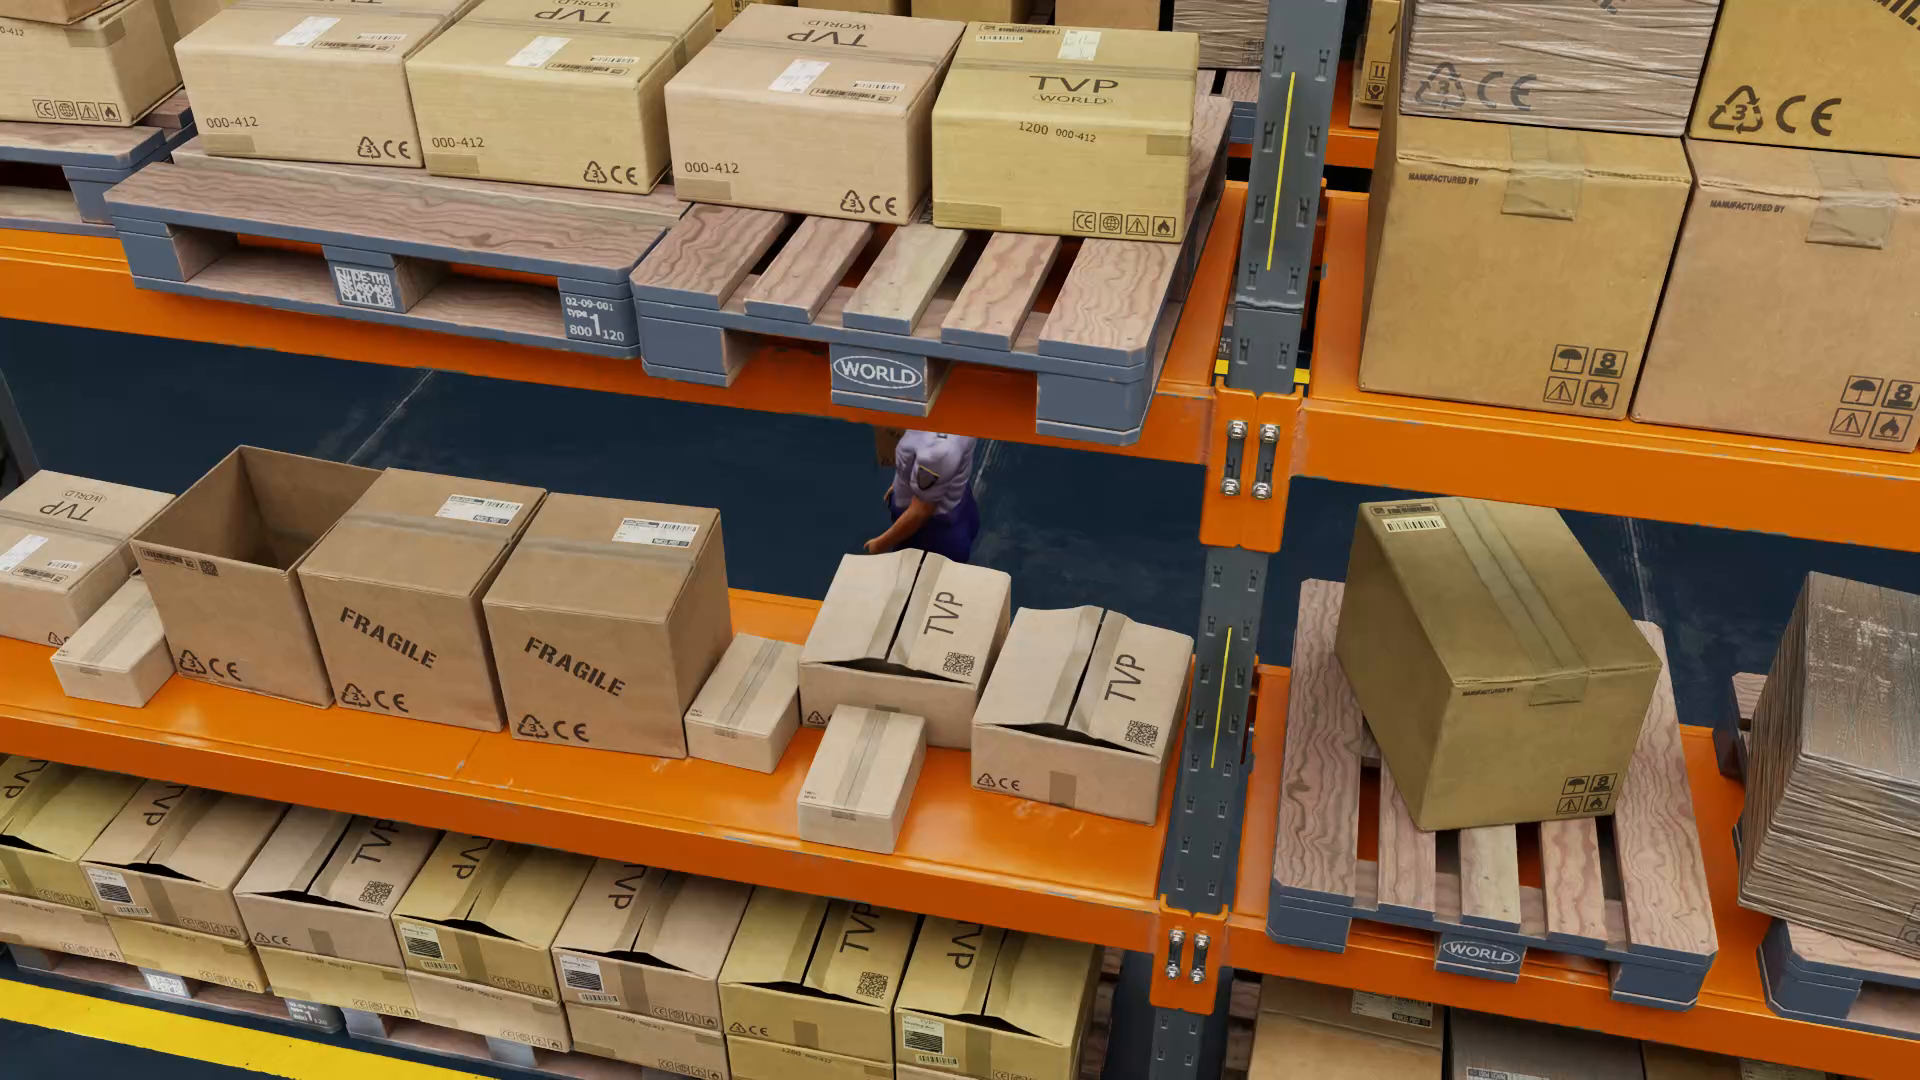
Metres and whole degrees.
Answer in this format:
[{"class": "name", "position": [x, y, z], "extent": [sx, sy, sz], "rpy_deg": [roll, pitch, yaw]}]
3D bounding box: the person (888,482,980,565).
[{"class": "person", "position": [-0.169, 0.183, 6.425], "extent": [0.480, 1.028, 0.504], "rpy_deg": [7, 37, 9]}]
